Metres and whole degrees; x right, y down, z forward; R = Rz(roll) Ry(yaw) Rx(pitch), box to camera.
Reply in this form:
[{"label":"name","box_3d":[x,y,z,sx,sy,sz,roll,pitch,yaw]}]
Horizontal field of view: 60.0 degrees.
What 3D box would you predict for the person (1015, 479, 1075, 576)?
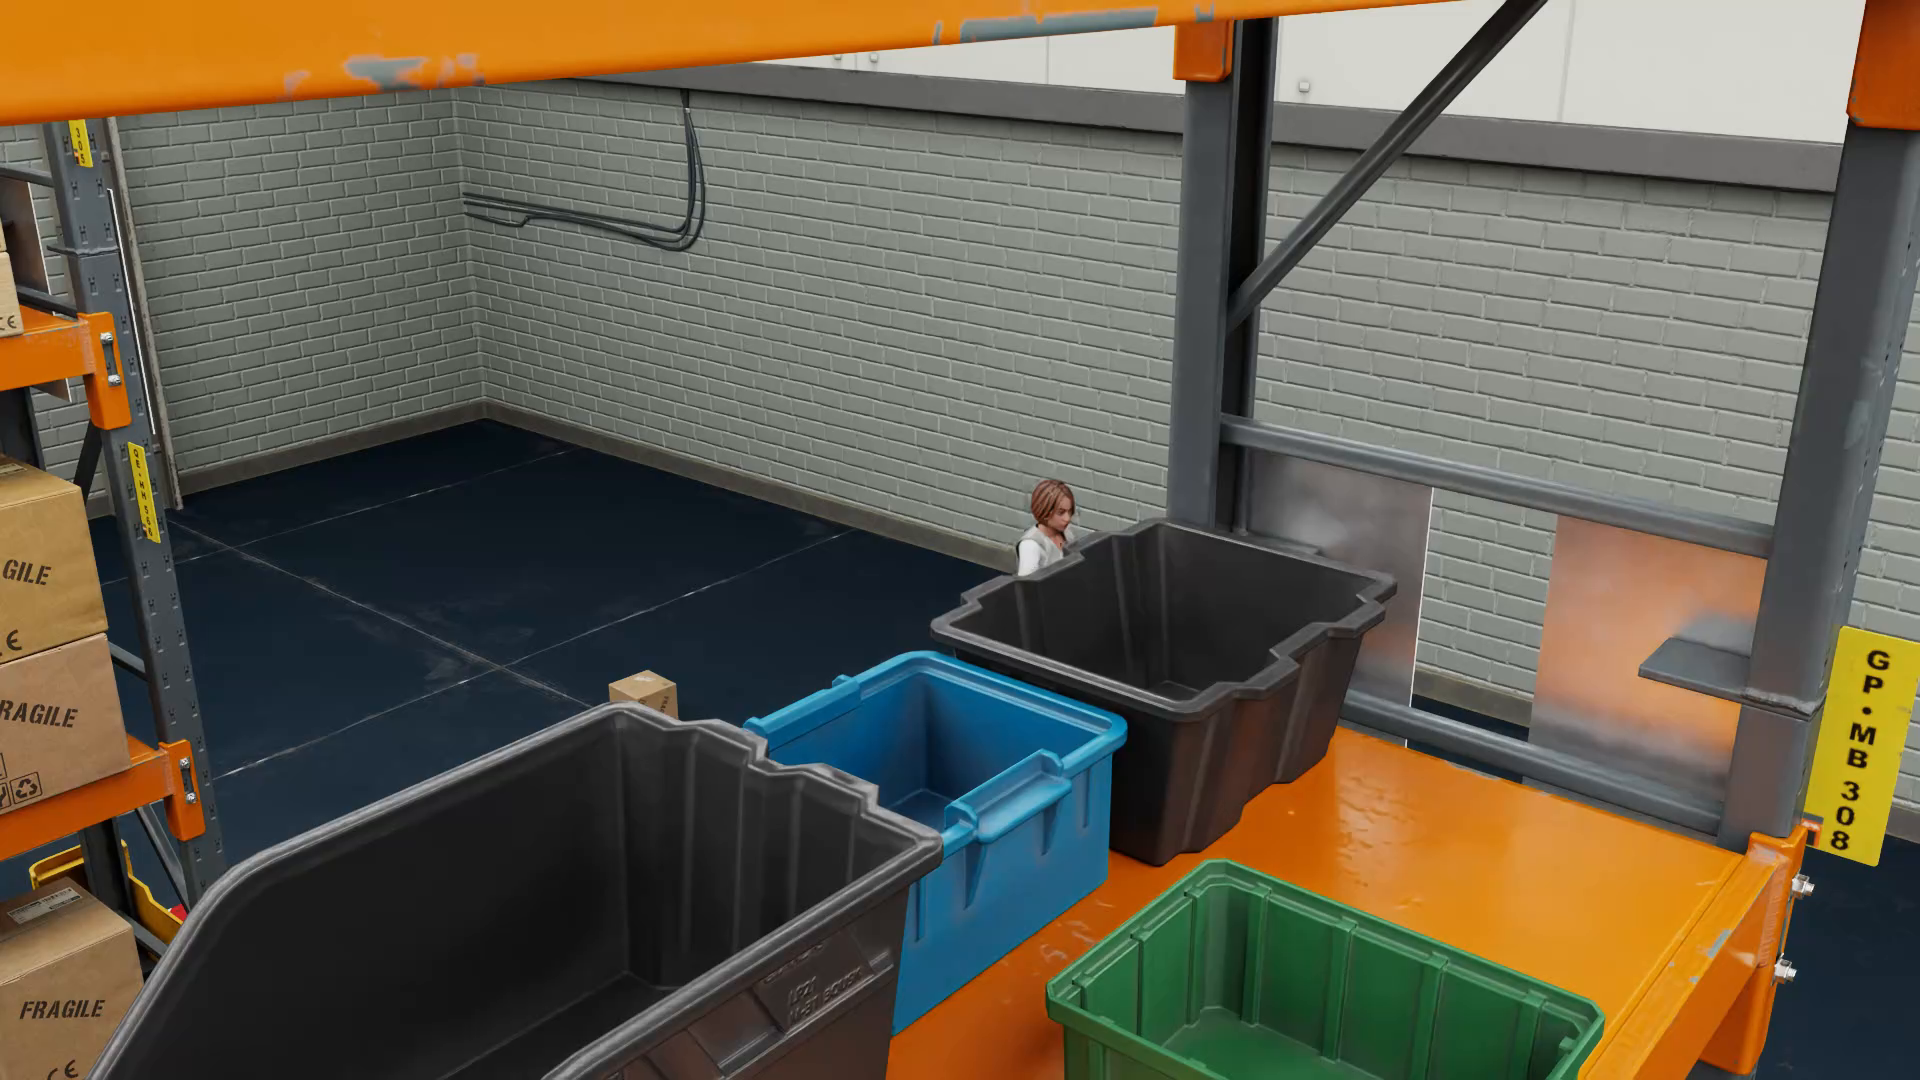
[{"label":"person","box_3d":[0.407,0.450,7.893,0.974,1.539,0.458,17,26,38]}]
